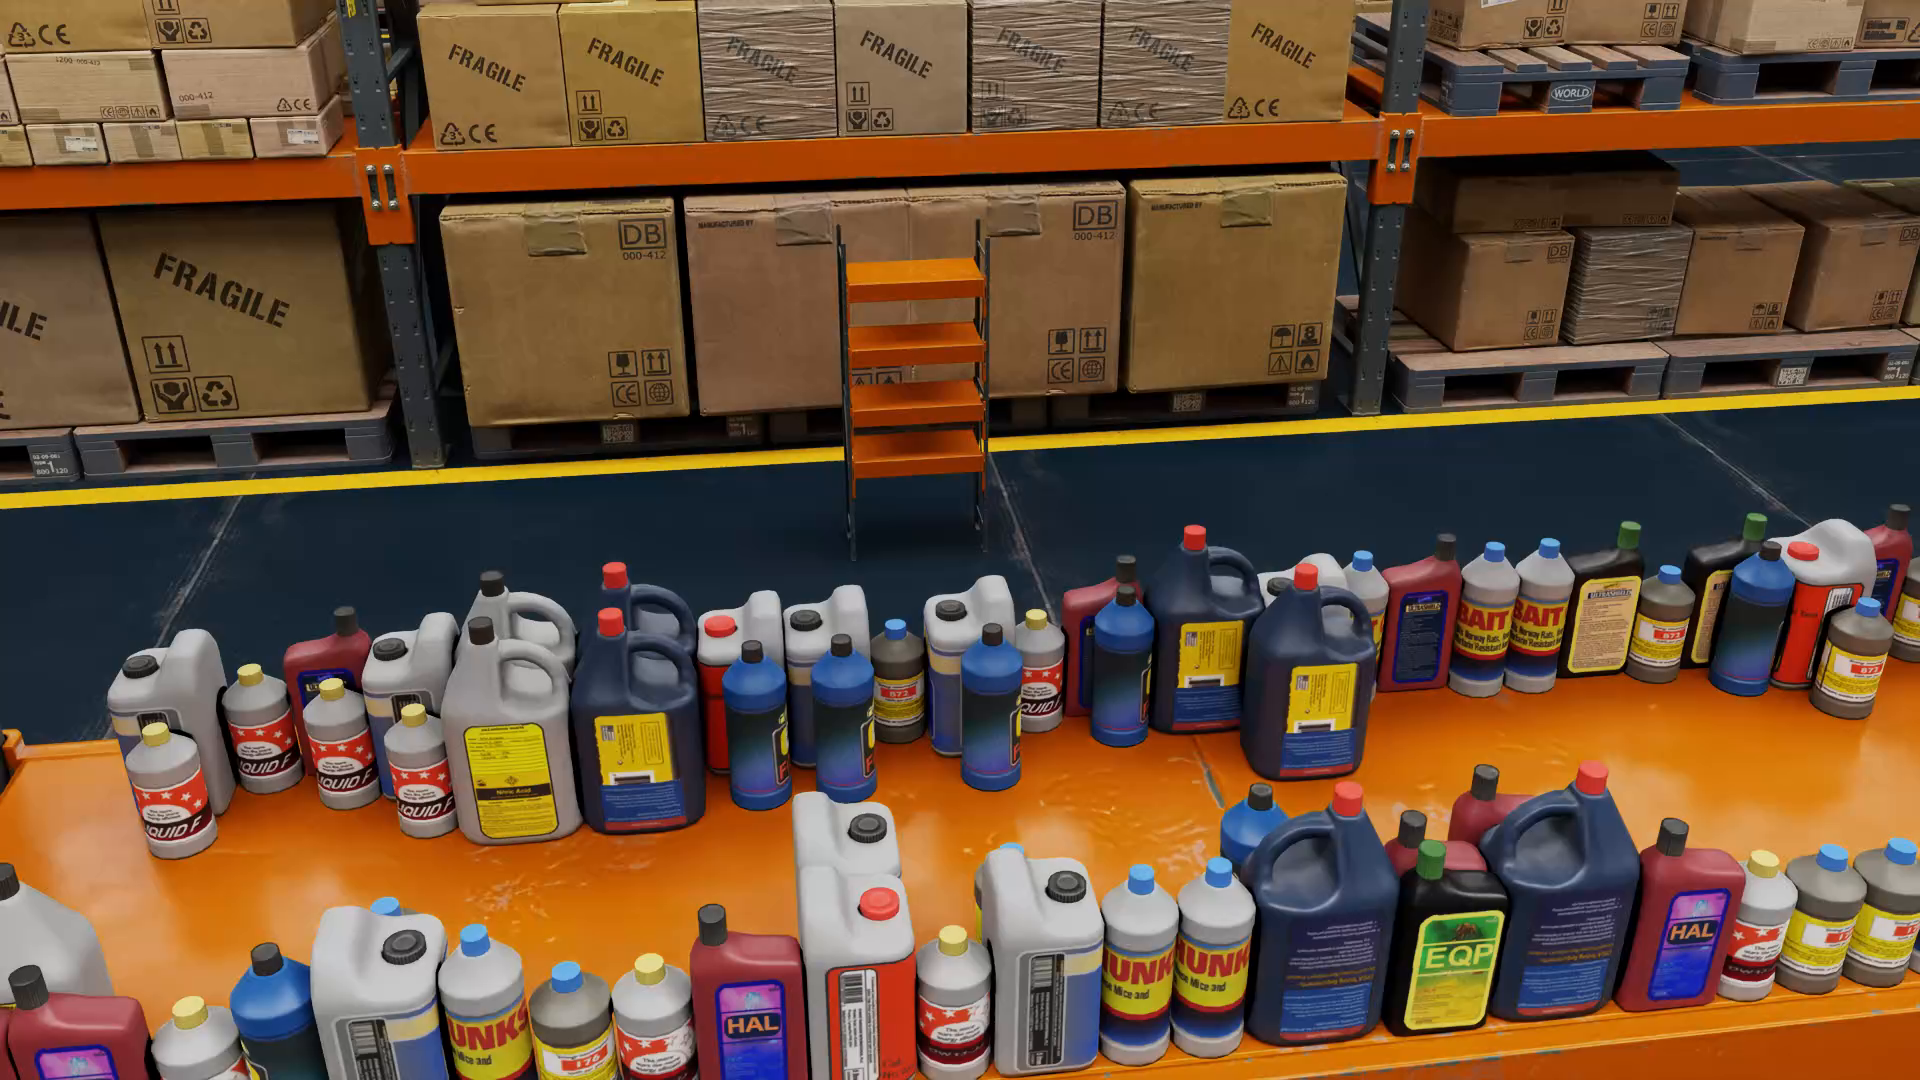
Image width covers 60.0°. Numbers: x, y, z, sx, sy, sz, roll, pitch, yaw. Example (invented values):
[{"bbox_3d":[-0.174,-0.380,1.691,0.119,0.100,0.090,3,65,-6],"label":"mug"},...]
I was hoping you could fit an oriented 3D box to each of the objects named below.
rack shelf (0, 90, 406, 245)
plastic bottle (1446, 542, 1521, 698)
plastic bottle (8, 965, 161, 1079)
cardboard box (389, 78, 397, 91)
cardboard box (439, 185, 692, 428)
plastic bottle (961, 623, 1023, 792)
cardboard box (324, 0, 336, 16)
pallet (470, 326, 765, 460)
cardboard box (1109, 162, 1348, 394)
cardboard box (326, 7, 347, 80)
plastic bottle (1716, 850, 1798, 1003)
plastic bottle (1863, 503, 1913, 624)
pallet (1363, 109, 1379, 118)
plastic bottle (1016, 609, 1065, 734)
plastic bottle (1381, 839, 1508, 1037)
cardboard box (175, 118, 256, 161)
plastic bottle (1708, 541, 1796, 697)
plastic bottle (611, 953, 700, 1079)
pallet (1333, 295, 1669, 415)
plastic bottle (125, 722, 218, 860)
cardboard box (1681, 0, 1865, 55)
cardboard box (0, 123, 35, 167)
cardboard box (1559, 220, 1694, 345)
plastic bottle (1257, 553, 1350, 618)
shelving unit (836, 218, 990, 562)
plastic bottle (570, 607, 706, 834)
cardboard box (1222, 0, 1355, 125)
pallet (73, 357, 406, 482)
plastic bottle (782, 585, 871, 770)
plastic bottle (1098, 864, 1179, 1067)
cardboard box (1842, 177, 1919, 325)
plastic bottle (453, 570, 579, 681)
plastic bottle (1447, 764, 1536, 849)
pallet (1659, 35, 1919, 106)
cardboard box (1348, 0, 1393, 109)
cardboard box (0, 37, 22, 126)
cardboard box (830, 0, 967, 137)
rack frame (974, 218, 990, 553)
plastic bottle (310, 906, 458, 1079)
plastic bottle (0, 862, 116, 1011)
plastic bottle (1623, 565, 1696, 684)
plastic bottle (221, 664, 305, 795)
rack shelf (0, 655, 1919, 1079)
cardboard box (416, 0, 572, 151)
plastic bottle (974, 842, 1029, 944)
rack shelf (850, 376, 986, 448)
[{"bbox_3d":[-4.226,-1.399,6.479,4.000,0.370,1.077,-4,27,-7],"label":"rack shelf"},{"bbox_3d":[0.898,0.131,2.851,0.097,0.271,0.097,0,27,0],"label":"plastic bottle"},{"bbox_3d":[-1.001,0.606,1.912,0.133,0.283,0.061,-4,27,-7],"label":"plastic bottle"},{"bbox_3d":[-3.645,-3.085,10.987,0.250,0.149,0.380,-4,27,-8],"label":"cardboard box"},{"bbox_3d":[-1.614,-1.138,7.049,0.875,0.875,1.225,-4,27,-7],"label":"cardboard box"},{"bbox_3d":[0.050,0.255,2.608,0.097,0.271,0.097,0,27,0],"label":"plastic bottle"},{"bbox_3d":[-2.755,-2.331,6.524,0.500,0.500,0.500,-4,27,-7],"label":"cardboard box"},{"bbox_3d":[-1.492,-0.689,7.361,1.213,0.211,1.003,-4,27,-7],"label":"pallet"},{"bbox_3d":[1.029,-1.308,7.381,0.875,0.875,1.225,-5,28,-10],"label":"cardboard box"},{"bbox_3d":[-2.747,-2.001,6.702,0.500,0.250,0.500,-4,27,-8],"label":"cardboard box"},{"bbox_3d":[1.044,0.502,2.203,0.097,0.201,0.097,0,27,0],"label":"plastic bottle"},{"bbox_3d":[1.600,0.072,2.952,0.133,0.283,0.061,-4,27,-7],"label":"plastic bottle"},{"bbox_3d":[3.121,-3.201,12.257,1.213,0.211,1.003,-4,27,-7],"label":"pallet"},{"bbox_3d":[0.125,0.211,2.770,0.097,0.201,0.097,0,27,0],"label":"plastic bottle"},{"bbox_3d":[0.618,0.502,2.114,0.133,0.283,0.061,-4,27,-7],"label":"plastic bottle"},{"bbox_3d":[-2.757,-1.551,6.262,0.250,0.149,0.380,-3,27,-6],"label":"cardboard box"},{"bbox_3d":[1.364,0.129,2.854,0.097,0.271,0.097,0,27,0],"label":"plastic bottle"},{"bbox_3d":[-0.370,0.593,2.026,0.097,0.201,0.097,0,27,0],"label":"plastic bottle"},{"bbox_3d":[2.490,-0.909,7.791,1.213,0.211,1.003,-4,27,-7],"label":"pallet"},{"bbox_3d":[-1.174,0.365,2.471,0.097,0.201,0.097,0,27,0],"label":"plastic bottle"},{"bbox_3d":[3.407,-2.224,7.002,0.500,0.250,0.500,-4,27,-9],"label":"cardboard box"},{"bbox_3d":[-3.521,-1.502,6.166,0.250,0.149,0.380,-3,27,-6],"label":"cardboard box"},{"bbox_3d":[2.924,-1.277,7.710,0.500,0.500,0.700,-6,28,-11],"label":"cardboard box"},{"bbox_3d":[0.559,0.163,2.783,0.135,0.276,0.152,-4,27,-7],"label":"plastic bottle"},{"bbox_3d":[-0.164,-0.523,5.956,0.503,1.200,0.258,-4,27,-7],"label":"shelving unit"},{"bbox_3d":[-0.488,0.262,2.509,0.185,0.351,0.144,-4,27,-7],"label":"plastic bottle"},{"bbox_3d":[1.261,-2.002,6.756,0.500,0.500,0.500,-3,27,-6],"label":"cardboard box"},{"bbox_3d":[-3.009,-0.593,7.174,1.213,0.211,1.003,-4,27,-7],"label":"pallet"},{"bbox_3d":[-0.216,0.213,2.686,0.135,0.276,0.152,-4,27,-7],"label":"plastic bottle"},{"bbox_3d":[0.221,0.524,2.084,0.097,0.271,0.097,0,27,0],"label":"plastic bottle"},{"bbox_3d":[4.591,-1.388,7.925,0.500,0.500,0.700,-4,27,-7],"label":"cardboard box"},{"bbox_3d":[-0.691,0.208,2.613,0.185,0.351,0.144,-4,27,-7],"label":"plastic bottle"},{"bbox_3d":[0.730,0.428,2.258,0.133,0.283,0.061,-4,27,-7],"label":"plastic bottle"},{"bbox_3d":[3.670,-2.160,7.384,1.213,0.211,1.003,-4,27,-7],"label":"pallet"},{"bbox_3d":[2.605,-3.591,11.966,0.750,0.750,1.050,-3,27,-6],"label":"cardboard box"},{"bbox_3d":[-3.664,-1.699,6.114,0.500,0.250,0.500,-3,27,-6],"label":"cardboard box"},{"bbox_3d":[-0.251,-1.906,6.570,0.500,0.500,0.500,-3,27,-6],"label":"cardboard box"},{"bbox_3d":[0.078,-0.539,5.986,0.015,1.200,0.240,-4,27,-7],"label":"rack frame"},{"bbox_3d":[-0.682,0.567,1.995,0.135,0.276,0.152,-4,27,-7],"label":"plastic bottle"},{"bbox_3d":[-1.122,0.536,1.973,0.185,0.351,0.144,-4,27,-7],"label":"plastic bottle"},{"bbox_3d":[1.223,0.141,2.907,0.097,0.201,0.097,0,27,0],"label":"plastic bottle"},{"bbox_3d":[-1.099,0.290,2.617,0.097,0.201,0.097,0,27,0],"label":"plastic bottle"},{"bbox_3d":[0.425,0.585,2.611,4.000,0.370,1.077,-4,27,-7],"label":"rack shelf"},{"bbox_3d":[-1.755,-1.807,6.377,0.500,0.500,0.500,-4,27,-7],"label":"cardboard box"},{"bbox_3d":[0.067,0.495,2.217,0.097,0.201,0.097,0,27,0],"label":"plastic bottle"},{"bbox_3d":[-0.164,-0.463,5.986,0.480,0.148,0.258,-4,27,-7],"label":"rack shelf"}]
